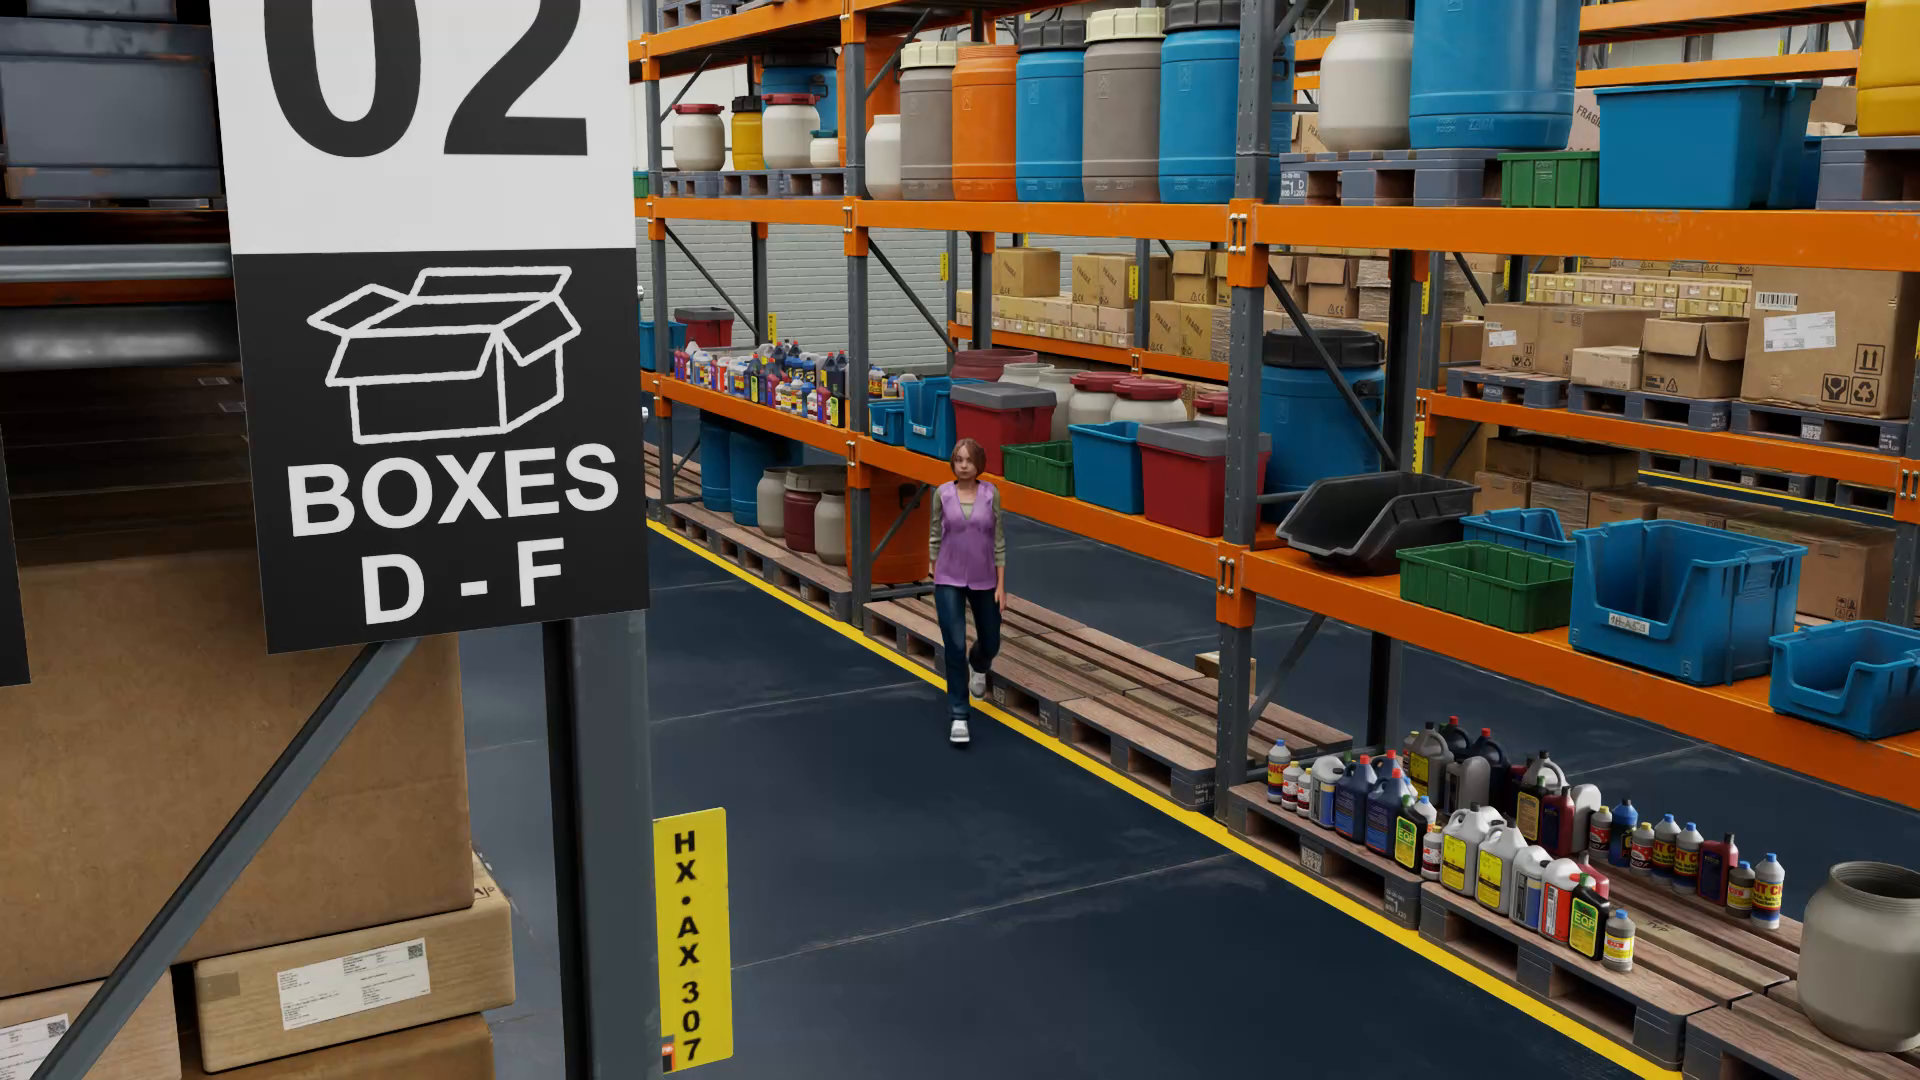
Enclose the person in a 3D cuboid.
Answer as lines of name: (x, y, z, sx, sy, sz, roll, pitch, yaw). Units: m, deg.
person: (0.035, 0.234, 8.849, 0.404, 1.574, 0.700, -1, 12, -5)
